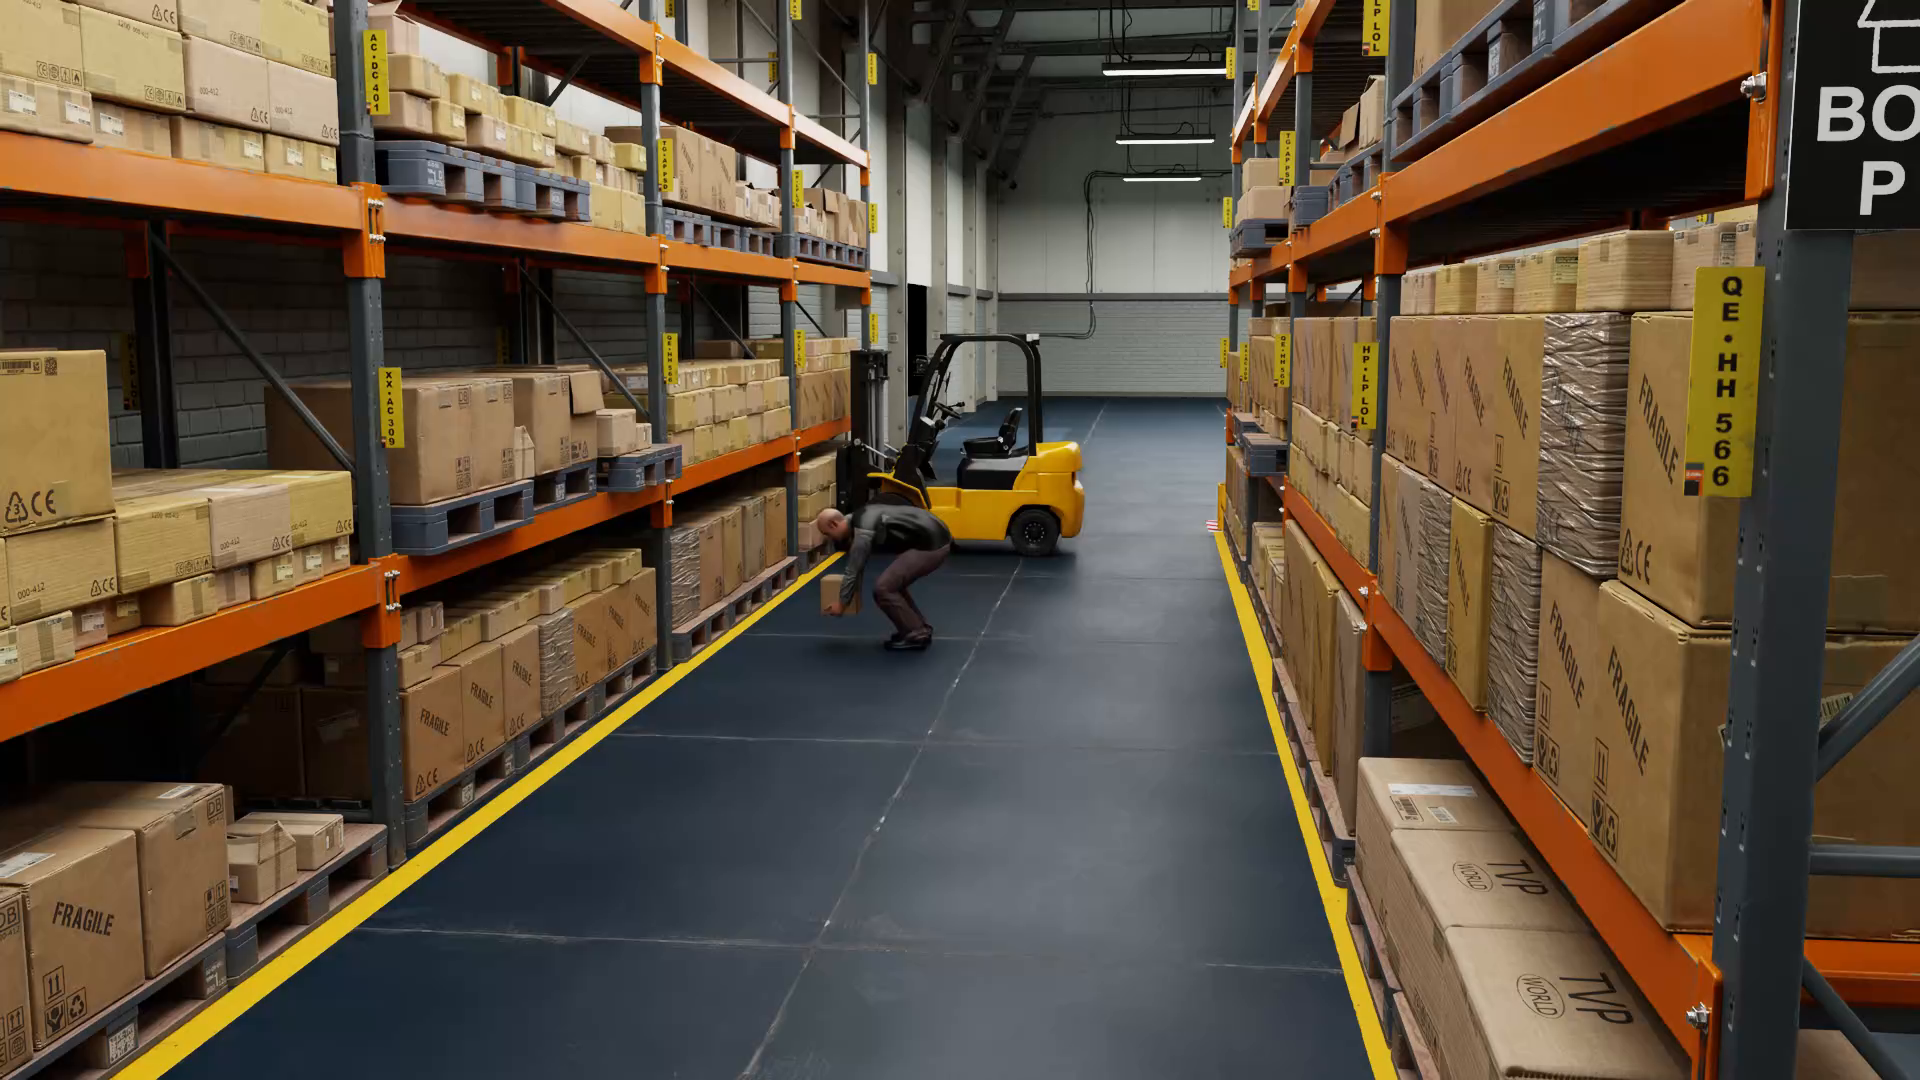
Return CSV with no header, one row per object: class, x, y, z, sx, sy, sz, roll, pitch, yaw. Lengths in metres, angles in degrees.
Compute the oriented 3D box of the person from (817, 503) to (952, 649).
person,-0.530,0.248,11.738,0.949,1.008,0.514,0,8,4
